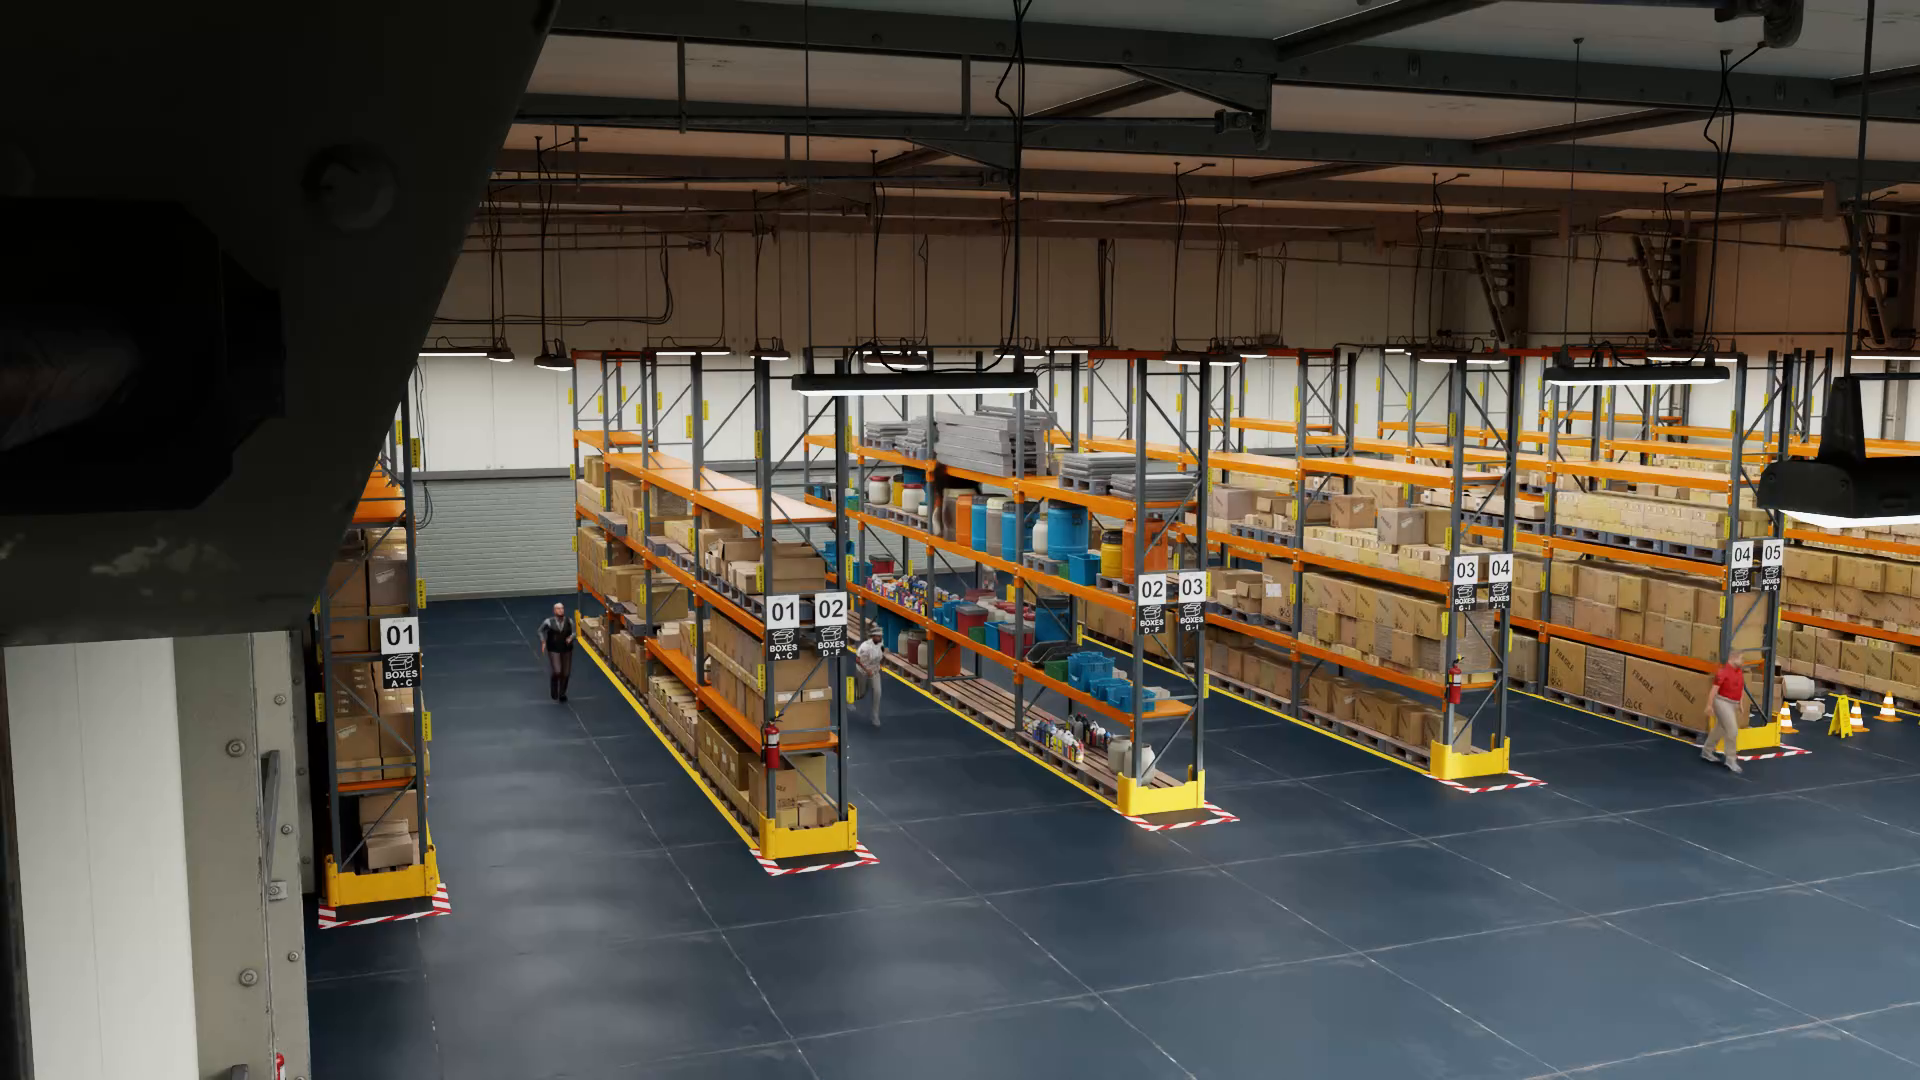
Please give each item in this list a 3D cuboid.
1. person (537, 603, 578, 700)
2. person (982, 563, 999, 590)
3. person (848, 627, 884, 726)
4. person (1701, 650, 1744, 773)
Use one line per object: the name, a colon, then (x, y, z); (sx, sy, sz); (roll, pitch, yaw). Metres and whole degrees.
person: (-6.885, 1.927, 28.593); (0.653, 1.681, 0.647); (-3, 8, -25)
person: (0.534, 0.983, 36.945); (0.544, 1.553, 0.695); (-4, 8, -29)
person: (-1.560, 2.179, 27.217); (0.568, 1.642, 0.960); (-6, 9, -41)
person: (11.266, 2.459, 24.406); (0.600, 1.721, 0.735); (-6, 9, -41)
